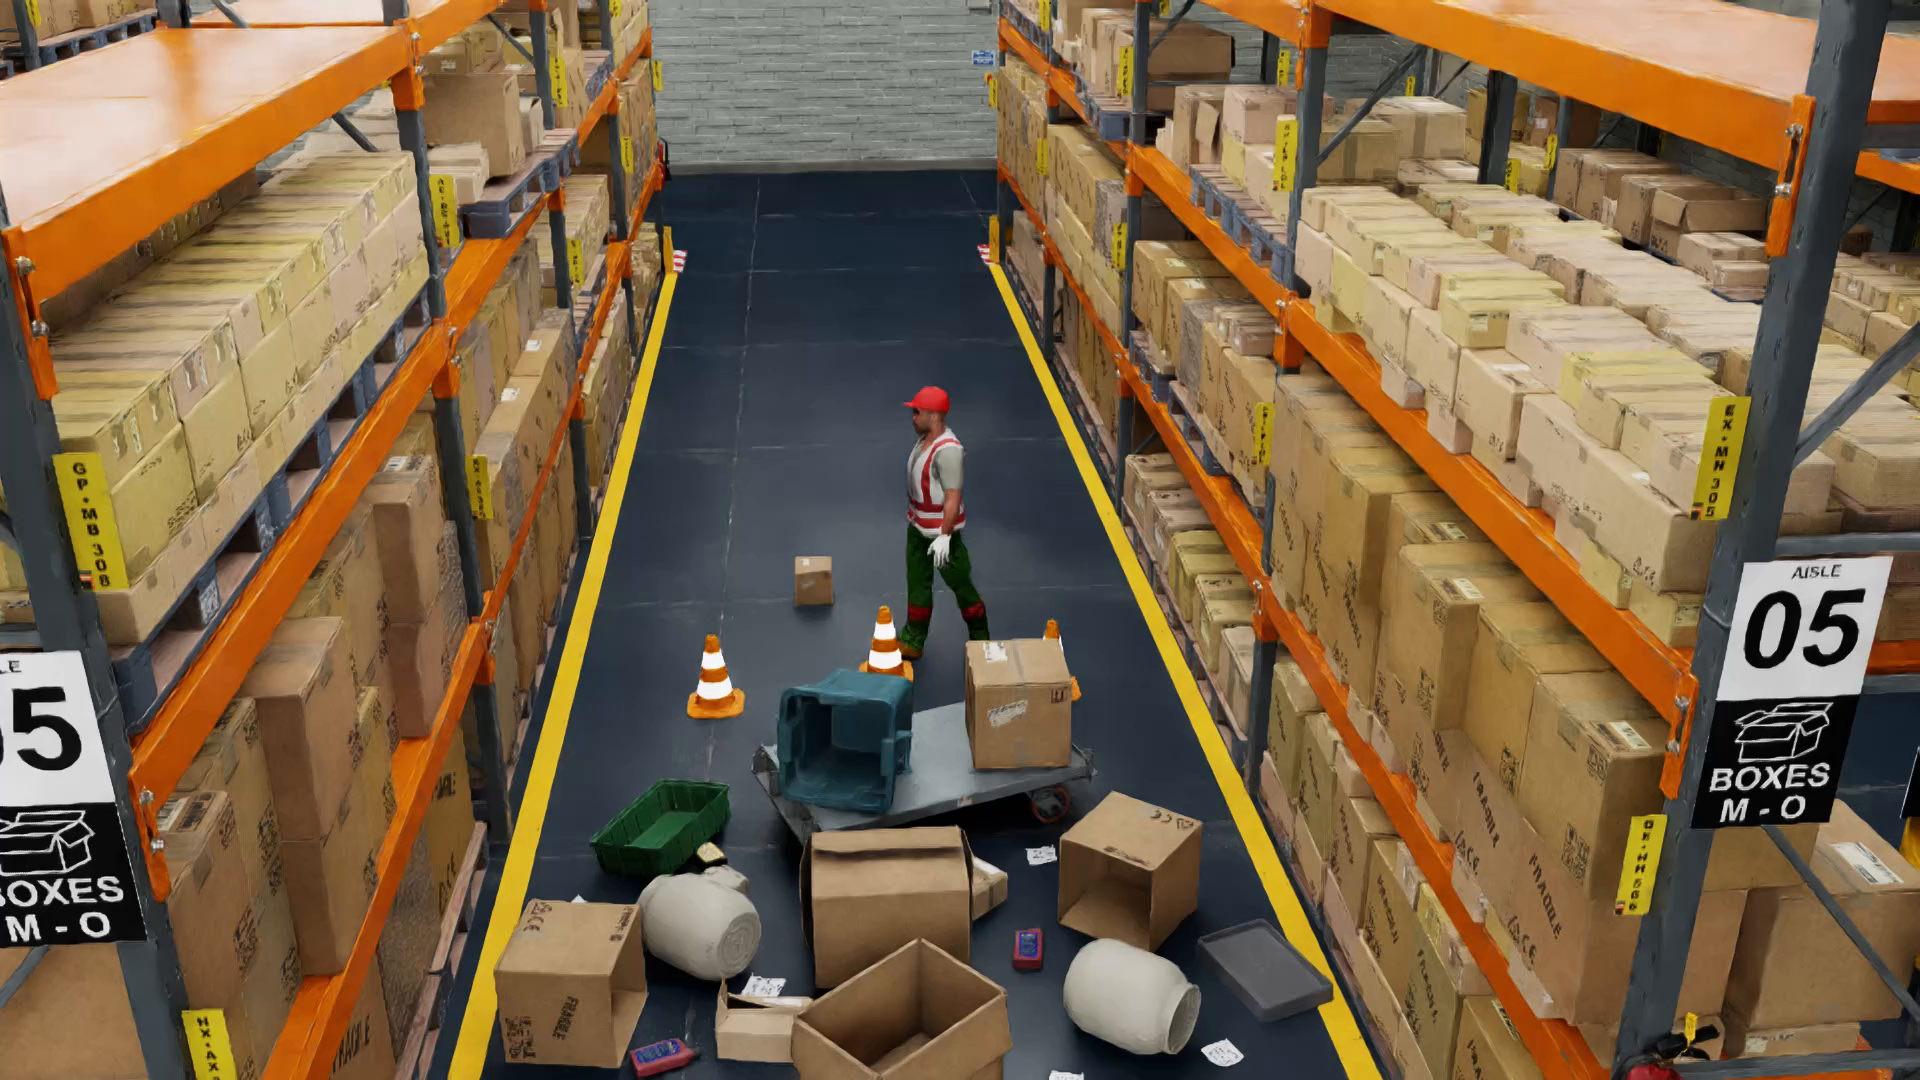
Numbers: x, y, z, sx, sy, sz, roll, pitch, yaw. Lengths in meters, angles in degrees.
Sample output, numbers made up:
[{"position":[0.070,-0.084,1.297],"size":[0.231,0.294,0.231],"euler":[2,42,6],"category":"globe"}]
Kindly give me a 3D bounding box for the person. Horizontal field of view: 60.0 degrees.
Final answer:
[{"position":[-0.179,-0.101,10.303],"size":[0.680,1.783,0.741],"euler":[-11,26,-24],"category":"person"}]
